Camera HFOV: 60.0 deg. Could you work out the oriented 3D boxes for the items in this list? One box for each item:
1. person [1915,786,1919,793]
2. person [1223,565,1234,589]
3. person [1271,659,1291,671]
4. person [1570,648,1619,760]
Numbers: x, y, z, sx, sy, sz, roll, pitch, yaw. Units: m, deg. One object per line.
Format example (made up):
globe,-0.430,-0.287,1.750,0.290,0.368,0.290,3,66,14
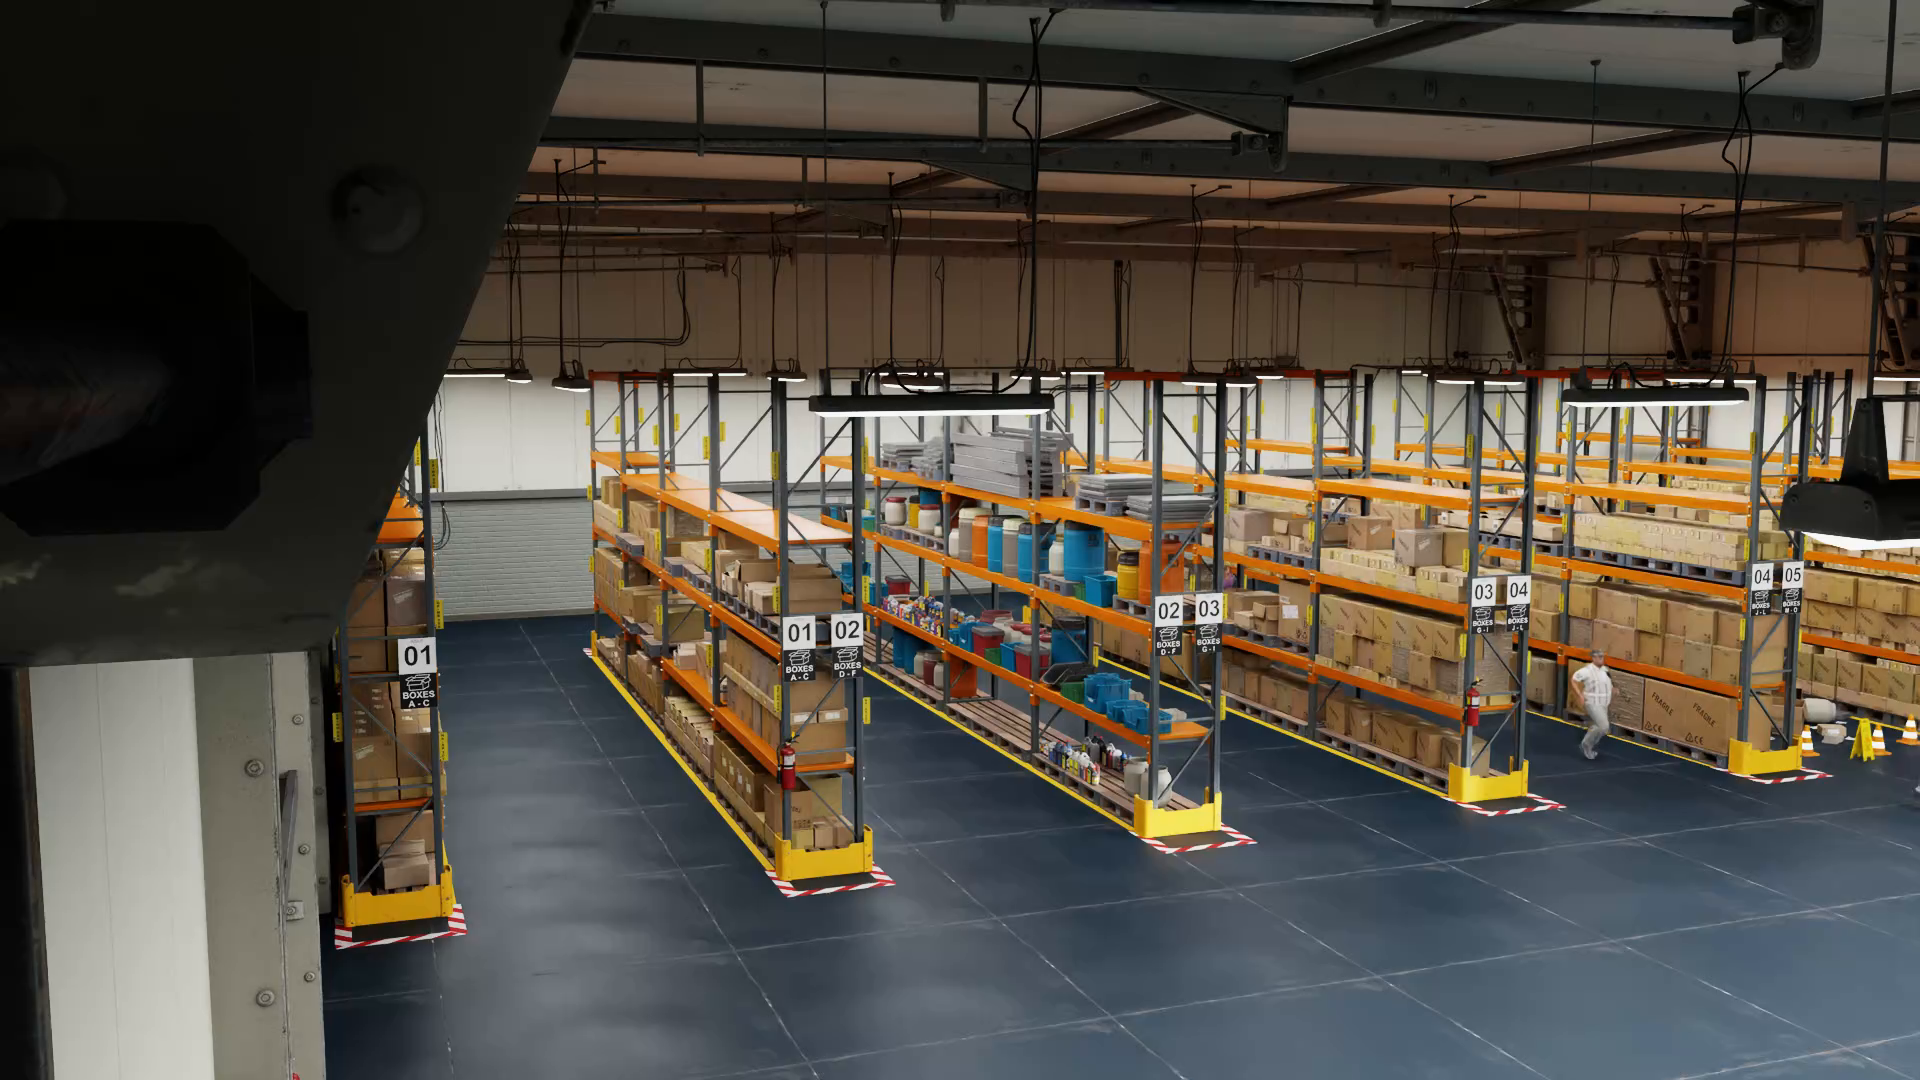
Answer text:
person,13.746,2.925,23.062,0.803,1.734,0.604,4,8,32
person,5.950,1.341,37.501,0.500,1.602,0.879,-2,7,-20
person,6.325,1.889,32.590,0.558,1.649,0.592,-3,7,-26
person,9.972,2.560,25.978,0.647,1.772,0.677,-4,8,-34
